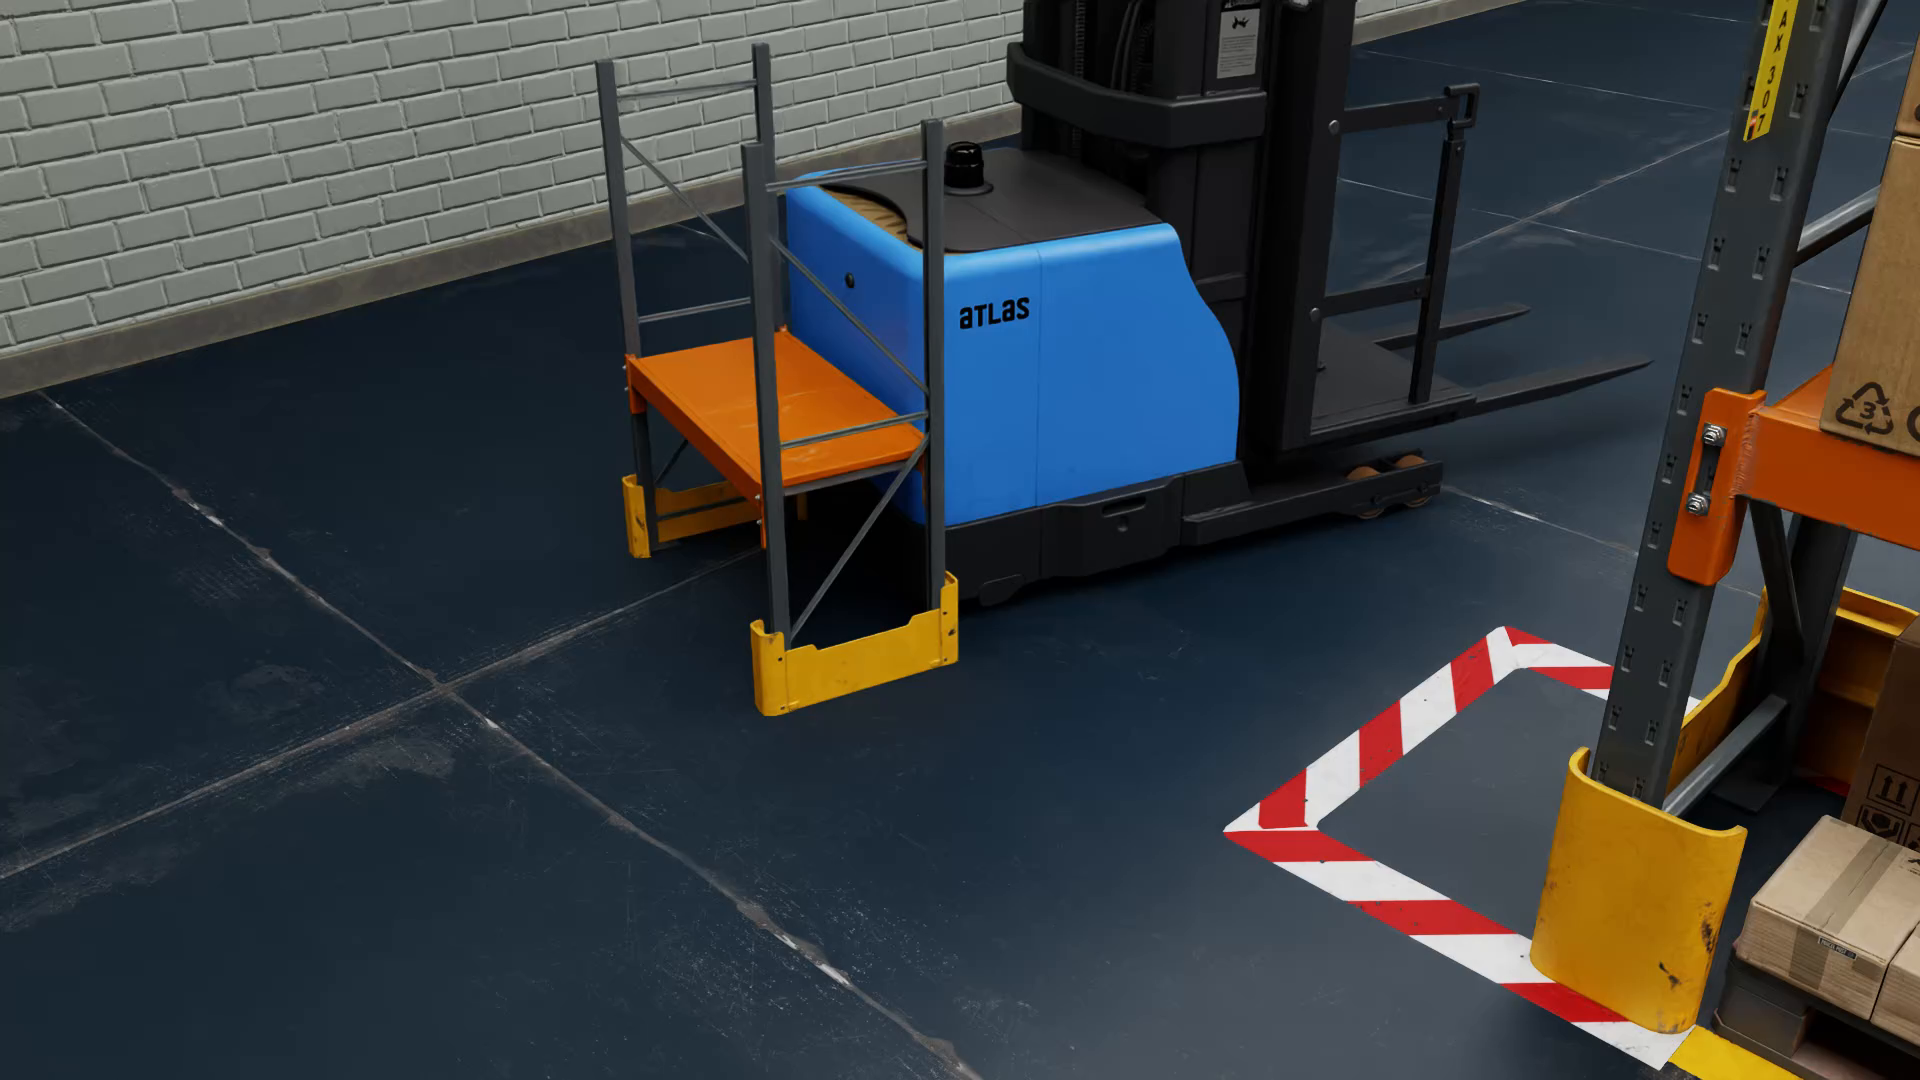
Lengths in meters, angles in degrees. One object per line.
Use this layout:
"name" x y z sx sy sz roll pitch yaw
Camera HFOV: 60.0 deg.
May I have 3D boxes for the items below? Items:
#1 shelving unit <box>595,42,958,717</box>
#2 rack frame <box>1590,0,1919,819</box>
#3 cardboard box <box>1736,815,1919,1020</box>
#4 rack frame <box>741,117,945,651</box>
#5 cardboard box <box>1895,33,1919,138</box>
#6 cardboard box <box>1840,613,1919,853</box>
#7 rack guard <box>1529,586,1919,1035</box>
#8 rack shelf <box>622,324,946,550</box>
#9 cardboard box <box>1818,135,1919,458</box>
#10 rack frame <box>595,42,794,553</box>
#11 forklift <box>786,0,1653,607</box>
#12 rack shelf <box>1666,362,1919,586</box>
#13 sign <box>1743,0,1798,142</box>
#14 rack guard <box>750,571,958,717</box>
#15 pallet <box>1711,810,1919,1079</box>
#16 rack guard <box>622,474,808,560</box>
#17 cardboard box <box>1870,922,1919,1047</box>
"shelving unit" -0.518 -0.481 4.553 0.587 1.500 1.083 -15 31 -26
"rack frame" 1.667 -0.592 3.153 0.127 3.000 1.000 25 36 38
"cardboard box" 1.724 0.726 3.238 0.250 0.149 0.380 25 36 38
"rack frame" -0.264 -0.271 4.154 0.500 1.500 0.032 -15 31 -26
"cardboard box" 1.798 -0.847 2.456 0.500 0.500 0.500 -24 36 -38
"cardboard box" 2.227 0.415 3.451 0.500 0.500 0.500 25 36 38
"rack guard" 1.721 0.539 3.688 0.348 0.500 1.175 25 36 38
"rack shelf" -0.513 -0.318 4.630 0.538 0.185 1.000 -15 31 -26
"cardboard box" 1.798 -0.404 2.688 0.500 0.500 0.500 -24 36 -38
"rack frame" -0.762 -0.683 4.938 0.500 1.500 0.032 -15 31 -26
"forklift" 1.007 -1.570 5.086 3.031 2.935 1.130 -13 31 -24
"rack shelf" 3.093 0.379 2.080 4.000 0.370 1.077 25 36 38
"sign" 1.286 -0.795 2.609 0.005 0.325 0.100 25 36 38
"rack guard" -0.274 0.274 4.459 0.587 0.250 0.087 -15 31 -26
"pallet" 2.290 0.927 3.261 1.213 0.211 1.003 25 36 38
"rack guard" -0.761 -0.130 5.228 0.587 0.250 0.087 -15 31 -26
"cardboard box" 1.903 0.799 3.078 0.250 0.166 0.380 25 36 38
